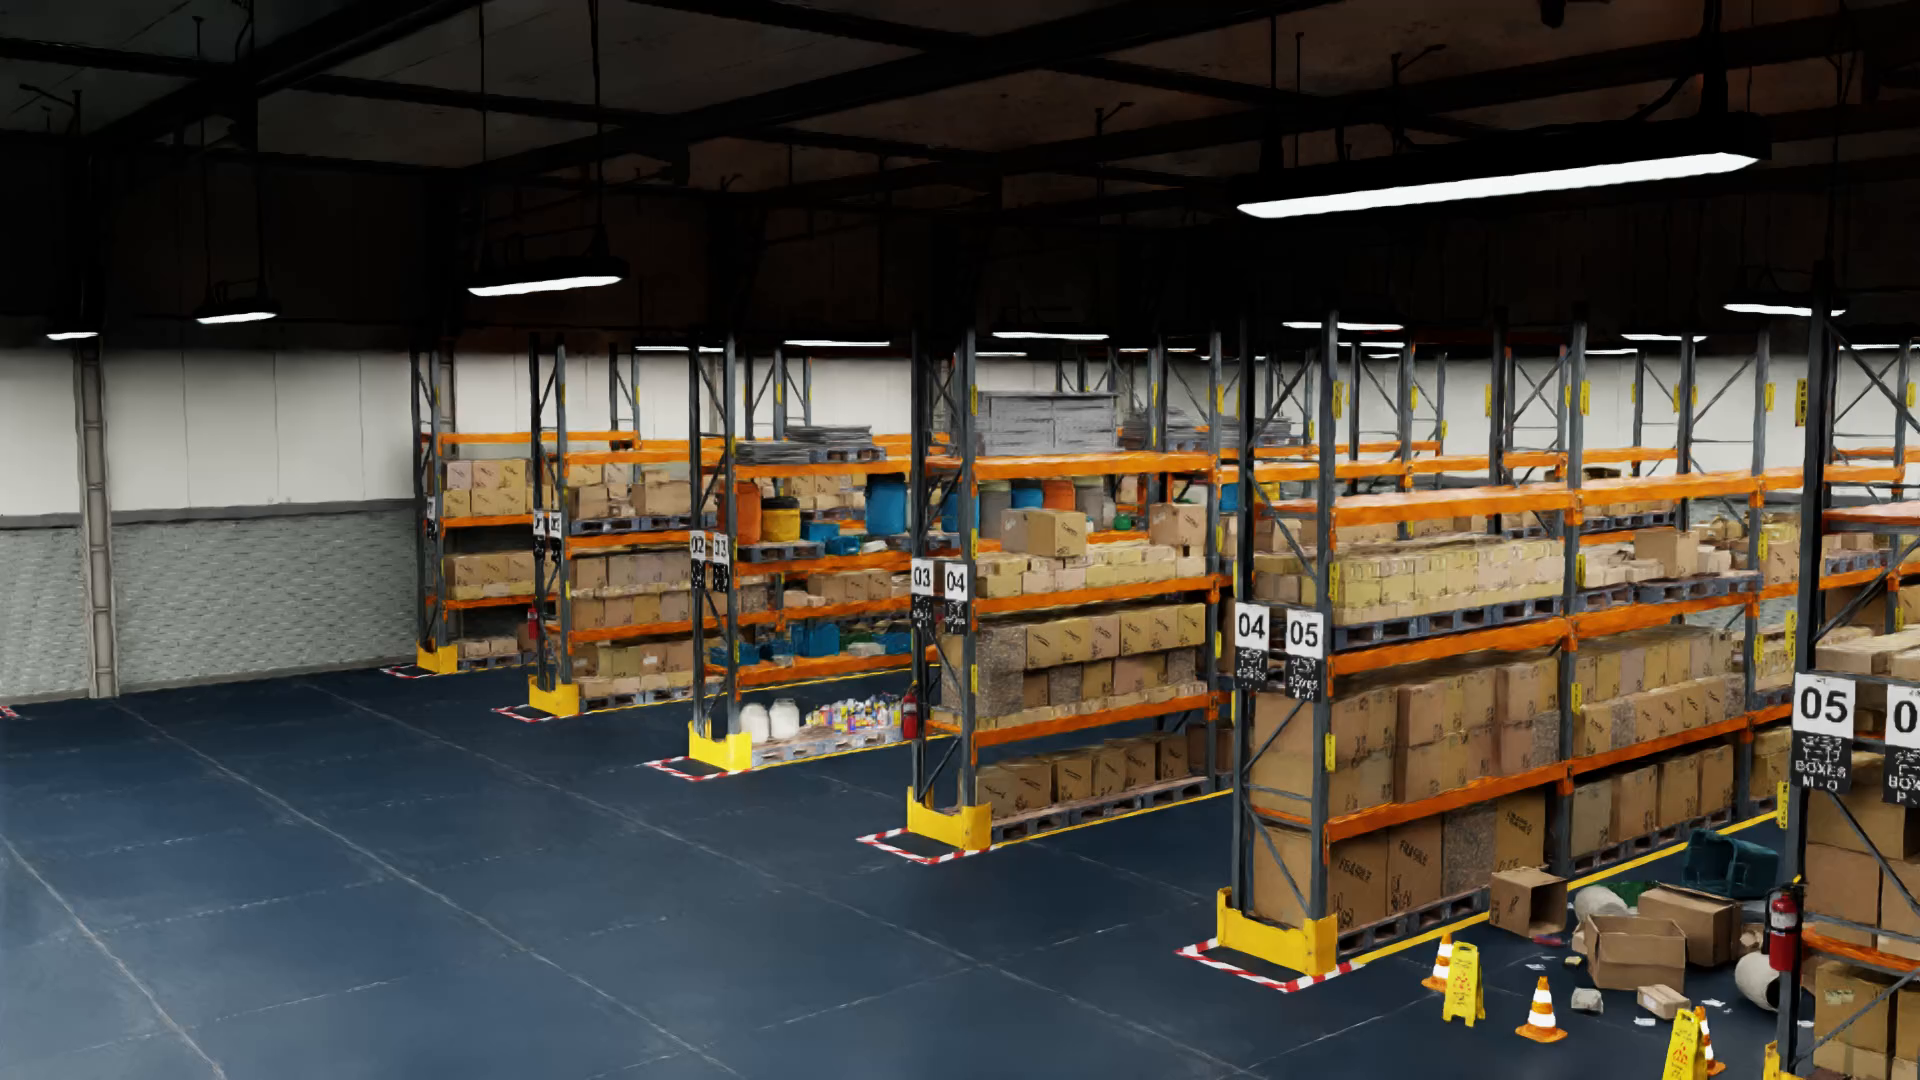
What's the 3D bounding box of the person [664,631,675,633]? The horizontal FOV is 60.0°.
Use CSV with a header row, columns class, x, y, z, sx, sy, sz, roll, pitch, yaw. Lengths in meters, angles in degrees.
class,x,y,z,sx,sy,sz,roll,pitch,yaw
person,-5.322,1.588,29.908,1.086,1.587,0.495,-4,7,-37
